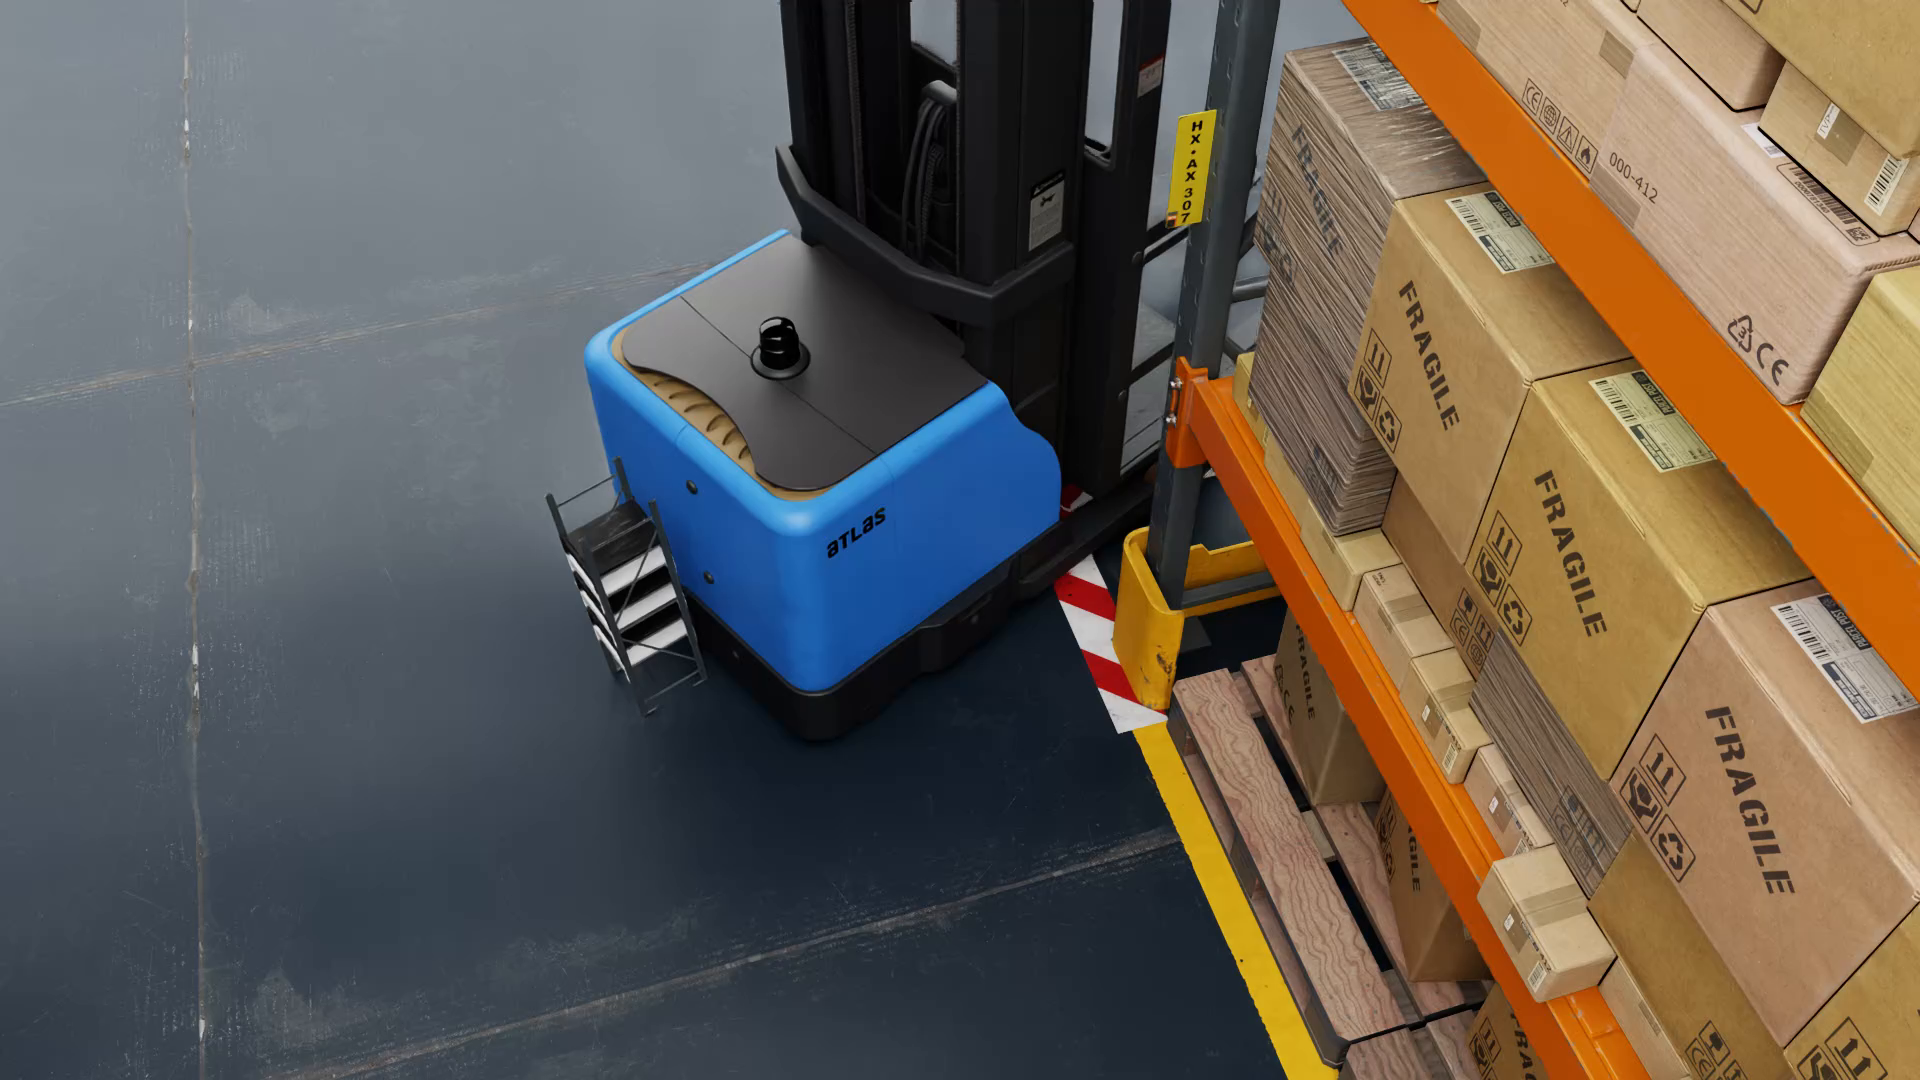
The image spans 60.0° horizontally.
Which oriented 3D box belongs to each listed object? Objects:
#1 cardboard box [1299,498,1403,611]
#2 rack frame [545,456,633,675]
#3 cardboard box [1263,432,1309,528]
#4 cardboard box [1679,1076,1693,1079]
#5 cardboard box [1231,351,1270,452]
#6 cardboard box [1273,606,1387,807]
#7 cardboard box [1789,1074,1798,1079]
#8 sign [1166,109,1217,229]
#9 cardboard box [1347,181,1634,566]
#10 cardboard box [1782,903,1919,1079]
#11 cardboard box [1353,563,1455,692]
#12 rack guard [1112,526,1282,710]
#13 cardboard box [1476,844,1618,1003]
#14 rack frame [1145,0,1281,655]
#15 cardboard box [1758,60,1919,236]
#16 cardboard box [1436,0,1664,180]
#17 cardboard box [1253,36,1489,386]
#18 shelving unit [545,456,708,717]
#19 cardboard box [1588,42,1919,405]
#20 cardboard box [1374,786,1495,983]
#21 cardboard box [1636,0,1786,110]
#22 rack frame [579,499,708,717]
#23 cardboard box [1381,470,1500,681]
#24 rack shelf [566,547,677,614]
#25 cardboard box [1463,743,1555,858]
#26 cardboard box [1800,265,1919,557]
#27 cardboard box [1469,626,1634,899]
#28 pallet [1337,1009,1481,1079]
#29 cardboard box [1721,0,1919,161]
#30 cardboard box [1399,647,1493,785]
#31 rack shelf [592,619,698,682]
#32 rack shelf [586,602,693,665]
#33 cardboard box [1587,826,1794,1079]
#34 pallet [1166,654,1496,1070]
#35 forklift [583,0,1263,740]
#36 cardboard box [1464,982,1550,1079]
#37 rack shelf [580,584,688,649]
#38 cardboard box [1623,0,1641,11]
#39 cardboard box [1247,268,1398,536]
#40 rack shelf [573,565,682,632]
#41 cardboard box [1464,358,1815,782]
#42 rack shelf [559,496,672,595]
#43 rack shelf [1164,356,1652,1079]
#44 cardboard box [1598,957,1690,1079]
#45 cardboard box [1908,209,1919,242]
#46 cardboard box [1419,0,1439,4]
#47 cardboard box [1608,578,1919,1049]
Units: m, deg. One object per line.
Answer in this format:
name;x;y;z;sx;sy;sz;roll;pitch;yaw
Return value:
cardboard box;1.043;-0.009;3.960;0.380;0.149;0.250;-13;51;-11
rack frame;-1.050;0.098;5.070;0.240;0.900;0.006;-31;56;-20
cardboard box;0.983;-0.195;4.117;0.380;0.149;0.250;-13;51;-11
cardboard box;1.480;1.088;3.035;0.380;0.149;0.250;-13;51;-11
cardboard box;0.928;-0.382;4.274;0.380;0.149;0.250;-13;51;-11
cardboard box;1.240;0.405;4.807;0.500;0.500;0.500;-5;50;-4
cardboard box;1.822;1.010;2.676;0.875;0.500;0.500;-13;51;-11
sign;0.553;-0.881;3.965;0.100;0.325;0.005;-13;51;-11
cardboard box;1.114;-0.345;3.165;0.500;0.500;0.500;-13;51;-11
cardboard box;1.562;0.749;2.242;0.500;0.500;0.500;-13;51;-11
cardboard box;1.136;0.169;3.810;0.380;0.149;0.250;-13;51;-11
rack guard;1.093;0.136;5.308;1.175;0.500;0.348;-13;51;-11
cardboard box;1.278;0.736;3.332;0.380;0.149;0.250;-13;51;-11
rack frame;1.071;-0.725;4.399;1.000;3.000;0.127;-13;51;-11
cardboard box;1.284;-0.561;2.136;0.380;0.149;0.250;-15;52;-13
cardboard box;1.125;-0.858;2.647;0.500;0.250;0.500;-14;51;-12
cardboard box;0.973;-0.712;3.474;0.500;0.500;0.500;-13;51;-11
shelving unit;-0.990;0.161;5.017;0.258;0.900;0.210;-31;56;-20
cardboard box;1.268;-0.495;2.342;0.500;0.250;0.500;-13;51;-11
cardboard box;1.449;0.834;4.445;0.500;0.500;0.500;-2;50;-1
cardboard box;1.189;-0.757;2.302;0.380;0.149;0.250;-13;51;-11
rack frame;-0.930;0.223;4.964;0.240;0.900;0.006;-31;56;-20
cardboard box;1.470;-0.107;3.618;0.875;0.500;0.500;-13;51;-11
rack shelf;-0.997;0.070;4.902;0.258;0.077;0.200;-31;56;-20
cardboard box;1.304;0.530;3.506;0.380;0.149;0.250;-13;51;-11
cardboard box;1.426;-0.116;2.022;0.500;0.250;0.500;-12;51;-10
cardboard box;1.576;0.268;3.302;0.875;0.500;0.500;-13;51;-11
pallet;1.657;1.720;4.162;1.003;0.211;1.213;-13;51;-11
cardboard box;1.252;-0.836;1.944;0.500;0.500;0.500;-14;51;-11
cardboard box;1.204;0.353;3.655;0.380;0.149;0.250;-13;51;-11
rack shelf;-0.981;0.293;5.184;0.258;0.077;0.200;-31;56;-20
rack shelf;-0.985;0.237;5.113;0.258;0.077;0.200;-31;56;-20
cardboard box;1.713;0.636;2.992;0.875;0.500;0.500;-13;51;-11
pallet;1.300;0.831;4.912;1.003;0.211;1.213;-13;51;-11
forklift;0.302;-1.331;4.955;3.031;2.935;1.130;-36;58;-26
cardboard box;1.616;1.296;4.056;0.500;0.500;0.500;-9;50;-8
rack shelf;-0.989;0.181;5.043;0.258;0.077;0.200;-31;56;-20
cardboard box;1.121;-0.936;2.452;0.380;0.149;0.250;-11;51;-10
cardboard box;1.207;-0.445;3.903;0.875;0.500;0.500;-13;51;-11
rack shelf;-0.993;0.126;4.972;0.258;0.077;0.200;-31;56;-20
cardboard box;1.264;0.020;2.858;0.500;0.500;0.500;-13;51;-11
rack shelf;-1.001;0.014;4.831;0.258;0.077;0.200;-31;56;-20
rack shelf;1.662;0.968;3.443;1.077;0.370;4.000;-13;51;-11
cardboard box;1.479;0.888;3.204;0.380;0.149;0.250;-13;51;-11
cardboard box;1.402;-0.389;1.992;0.380;0.149;0.250;-14;51;-11
cardboard box;0.967;-1.233;2.964;0.500;0.250;0.500;-12;51;-10
cardboard box;1.417;0.384;2.551;0.500;0.500;0.500;-13;51;-11
